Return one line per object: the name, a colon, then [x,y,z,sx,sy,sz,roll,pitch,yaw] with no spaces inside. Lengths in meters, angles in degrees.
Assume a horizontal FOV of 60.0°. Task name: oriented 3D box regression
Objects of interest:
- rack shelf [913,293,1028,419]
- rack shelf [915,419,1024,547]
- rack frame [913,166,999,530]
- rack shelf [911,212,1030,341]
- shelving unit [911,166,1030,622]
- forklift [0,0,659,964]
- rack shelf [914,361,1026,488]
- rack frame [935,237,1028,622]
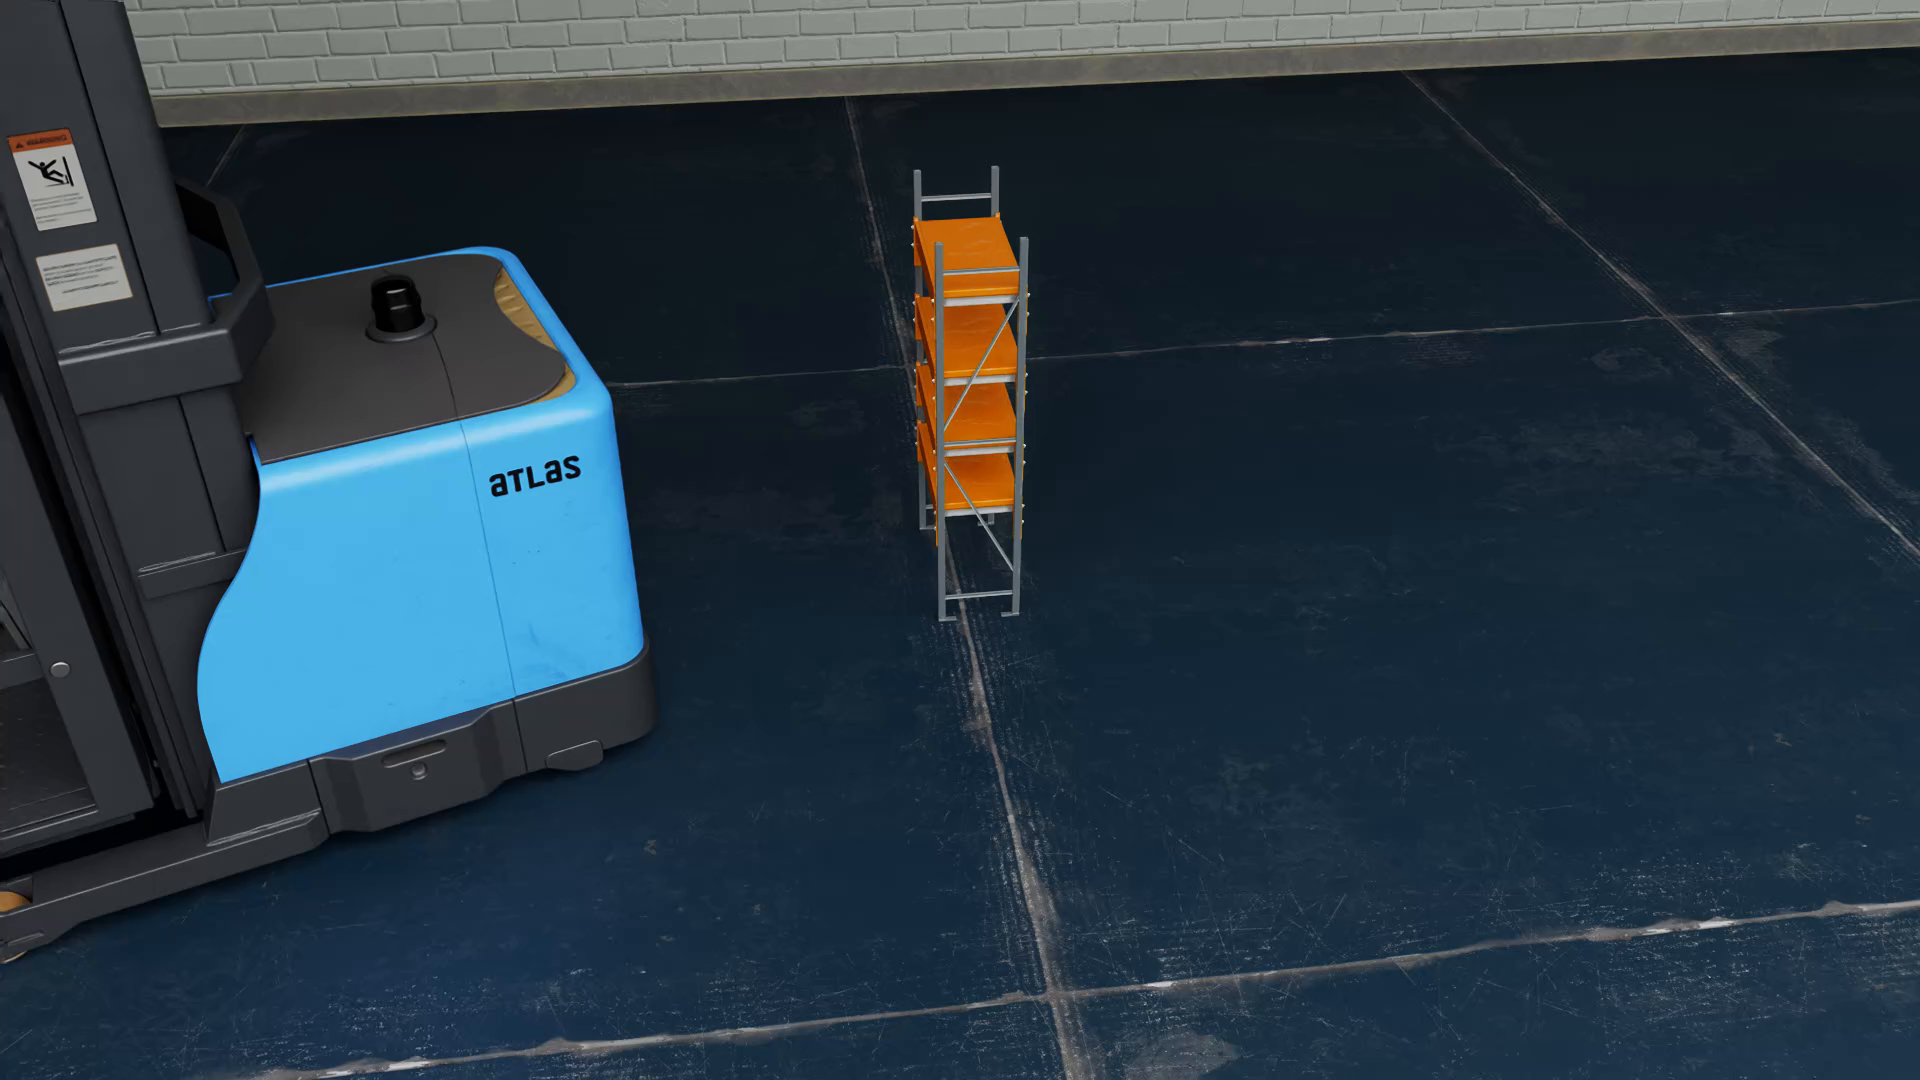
rack shelf: [0.022,-0.533,4.688,0.258,0.148,0.480,-4,35,-6]
rack shelf: [0.022,-0.184,4.926,0.258,0.148,0.480,-4,35,-6]
rack frame: [-0.011,-0.540,4.976,0.240,1.200,0.015,-4,35,-6]
rack shelf: [0.022,-0.728,4.555,0.258,0.148,0.480,-4,35,-6]
shelving unit: [0.022,-0.403,4.777,0.258,1.200,0.503,-4,35,-6]
forklift: [-2.354,-0.529,3.423,3.031,2.935,1.130,-16,37,-22]
rack shelf: [0.022,-0.348,4.814,0.258,0.148,0.480,-4,35,-6]
rack frame: [0.055,-0.267,4.577,0.240,1.200,0.015,-4,35,-6]
